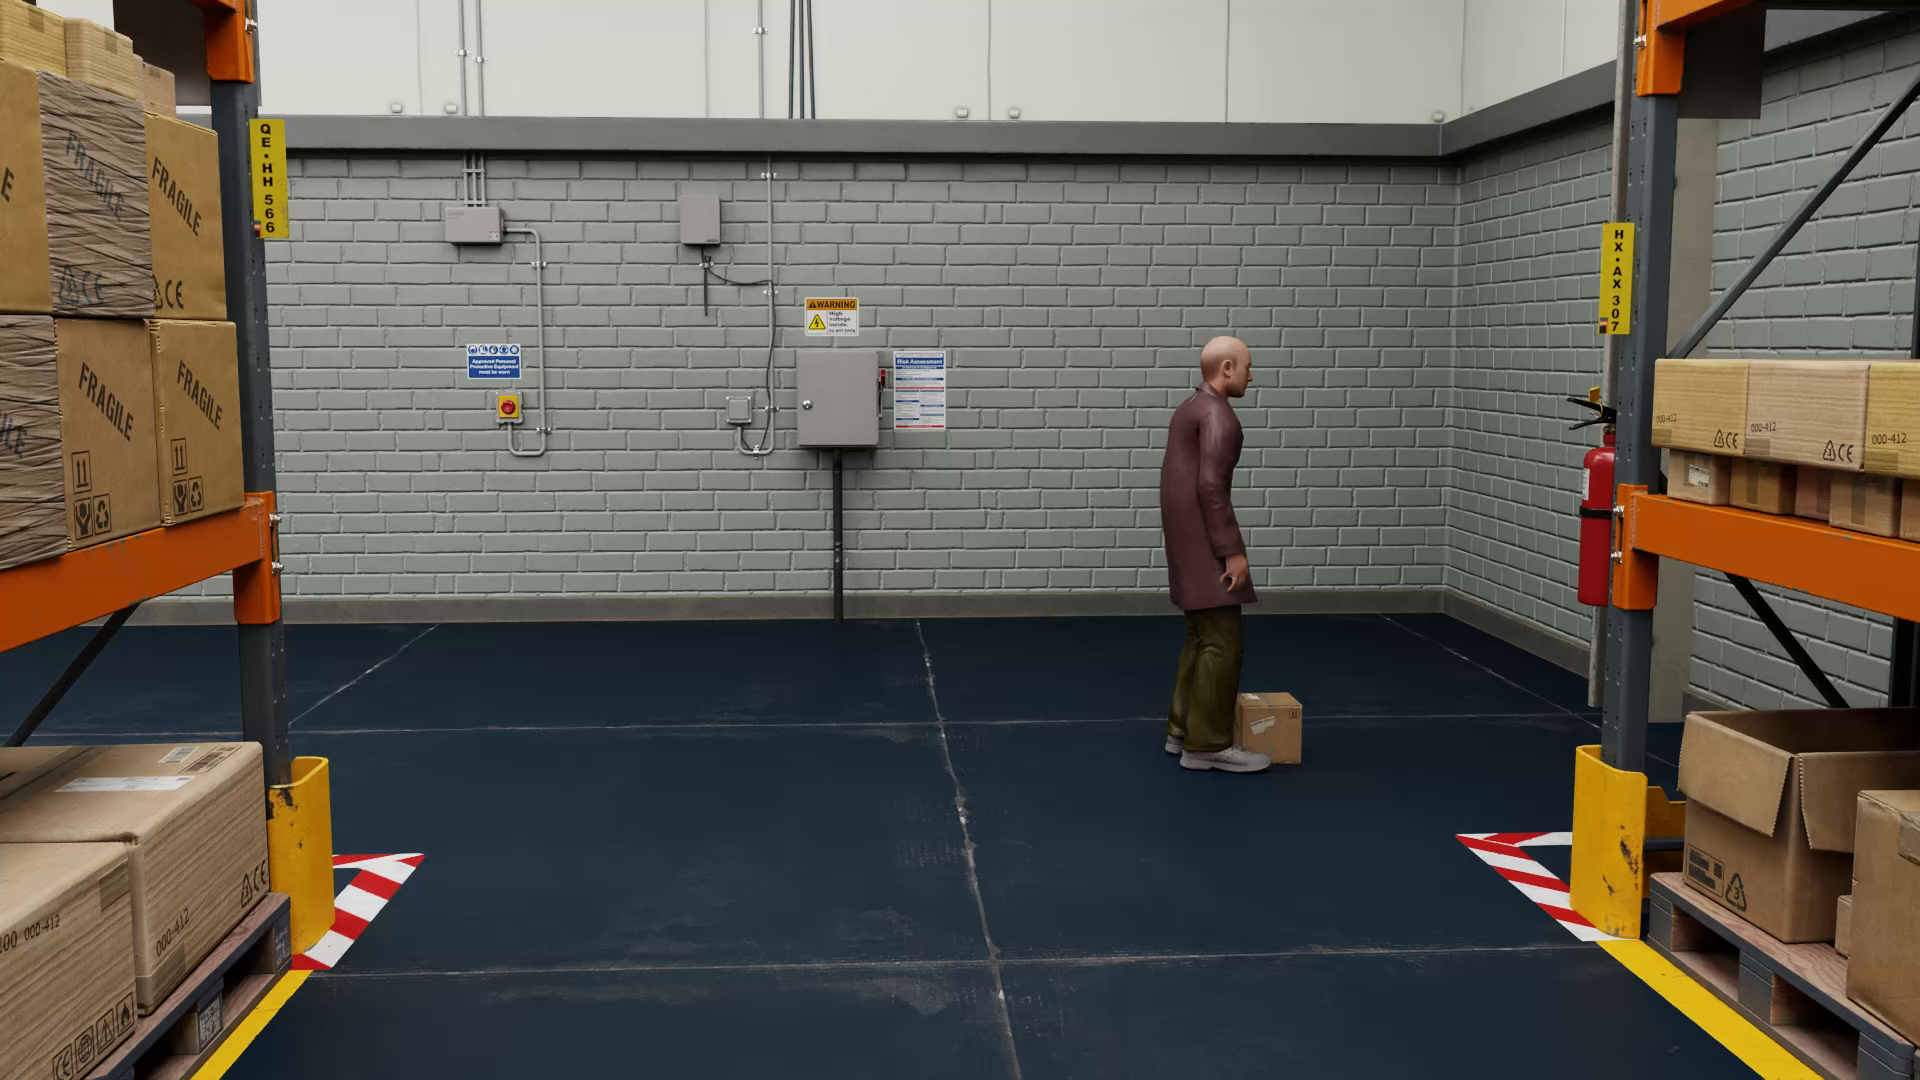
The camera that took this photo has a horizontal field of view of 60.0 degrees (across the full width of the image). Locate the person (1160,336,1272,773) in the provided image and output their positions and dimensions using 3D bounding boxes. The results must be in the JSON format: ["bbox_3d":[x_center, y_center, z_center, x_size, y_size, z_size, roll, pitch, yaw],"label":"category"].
[{"bbox_3d":[1.051,0.075,6.941,0.425,1.708,0.644,0,7,-3],"label":"person"}]
